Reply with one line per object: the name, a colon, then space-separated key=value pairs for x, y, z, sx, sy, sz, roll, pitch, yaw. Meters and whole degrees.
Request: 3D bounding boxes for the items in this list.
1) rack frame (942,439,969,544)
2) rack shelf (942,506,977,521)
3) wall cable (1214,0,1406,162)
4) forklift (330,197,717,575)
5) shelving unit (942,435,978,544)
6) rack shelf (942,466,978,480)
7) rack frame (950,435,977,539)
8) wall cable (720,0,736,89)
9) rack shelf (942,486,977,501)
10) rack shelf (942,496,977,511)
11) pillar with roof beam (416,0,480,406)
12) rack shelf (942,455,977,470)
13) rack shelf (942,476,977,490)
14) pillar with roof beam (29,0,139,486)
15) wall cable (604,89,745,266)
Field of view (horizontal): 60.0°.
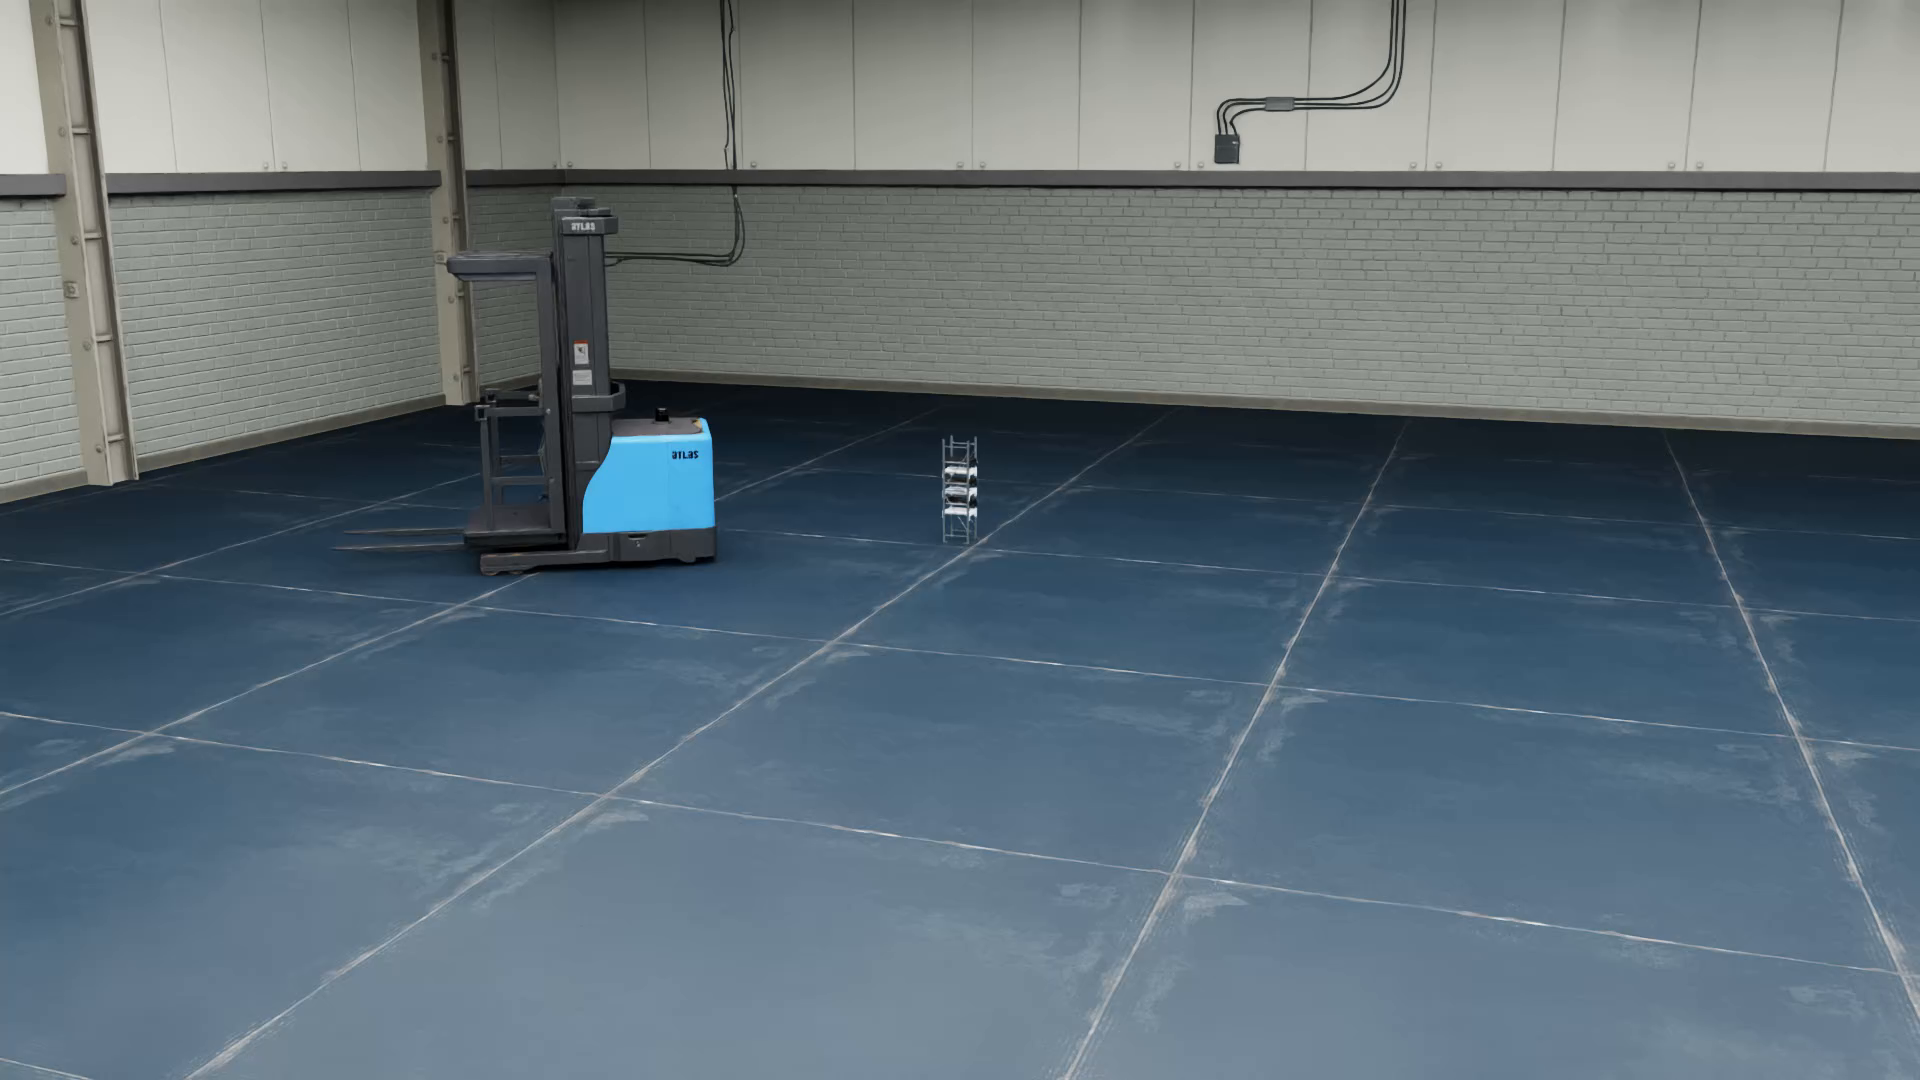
rack frame: x=-0.036 y=-0.416 z=14.287 sx=0.240 sy=0.900 sz=0.006 roll=4 pitch=14 yaw=18
rack shelf: x=-0.003 y=-0.229 z=14.428 sx=0.258 sy=0.077 sz=0.200 roll=4 pitch=14 yaw=18
wall cable: x=4.400 y=-7.748 z=20.571 sx=2.305 sy=6.003 sz=0.169 roll=4 pitch=14 yaw=18
forklift: x=-3.563 y=-1.274 z=13.484 sx=3.031 sy=2.935 sz=1.130 roll=-2 pitch=13 yaw=-11
shelving unit: x=-0.003 y=-0.437 z=14.380 sx=0.258 sy=0.900 sz=0.210 roll=4 pitch=14 yaw=18
rack shelf: x=-0.003 y=-0.580 z=14.348 sx=0.258 sy=0.077 sz=0.200 roll=4 pitch=14 yaw=18
rack frame: x=0.030 y=-0.458 z=14.474 sx=0.240 sy=0.900 sz=0.006 roll=4 pitch=14 yaw=18
wall cable: x=-2.018 y=-7.531 z=22.889 sx=3.097 sy=2.526 sz=0.112 roll=4 pitch=14 yaw=18
rack shelf: x=-0.003 y=-0.405 z=14.388 sx=0.258 sy=0.077 sz=0.200 roll=4 pitch=14 yaw=18
rack shelf: x=-0.003 y=-0.317 z=14.408 sx=0.258 sy=0.077 sz=0.200 roll=4 pitch=14 yaw=18
pillar with roof beam: x=-2.709 y=-5.942 z=20.300 sx=9.100 sy=9.000 sz=0.400 roll=4 pitch=14 yaw=18
rack shelf: x=-0.003 y=-0.668 z=14.328 sx=0.258 sy=0.077 sz=0.200 roll=4 pitch=14 yaw=18
rack shelf: x=-0.003 y=-0.492 z=14.368 sx=0.258 sy=0.077 sz=0.200 roll=4 pitch=14 yaw=18
pillar with roof beam: x=-4.650 y=-4.679 z=14.765 sx=9.100 sy=9.000 sz=0.400 roll=4 pitch=14 yaw=18
wall cable: x=-4.578 y=-5.263 z=24.304 sx=3.097 sy=2.526 sz=0.112 roll=4 pitch=14 yaw=18
